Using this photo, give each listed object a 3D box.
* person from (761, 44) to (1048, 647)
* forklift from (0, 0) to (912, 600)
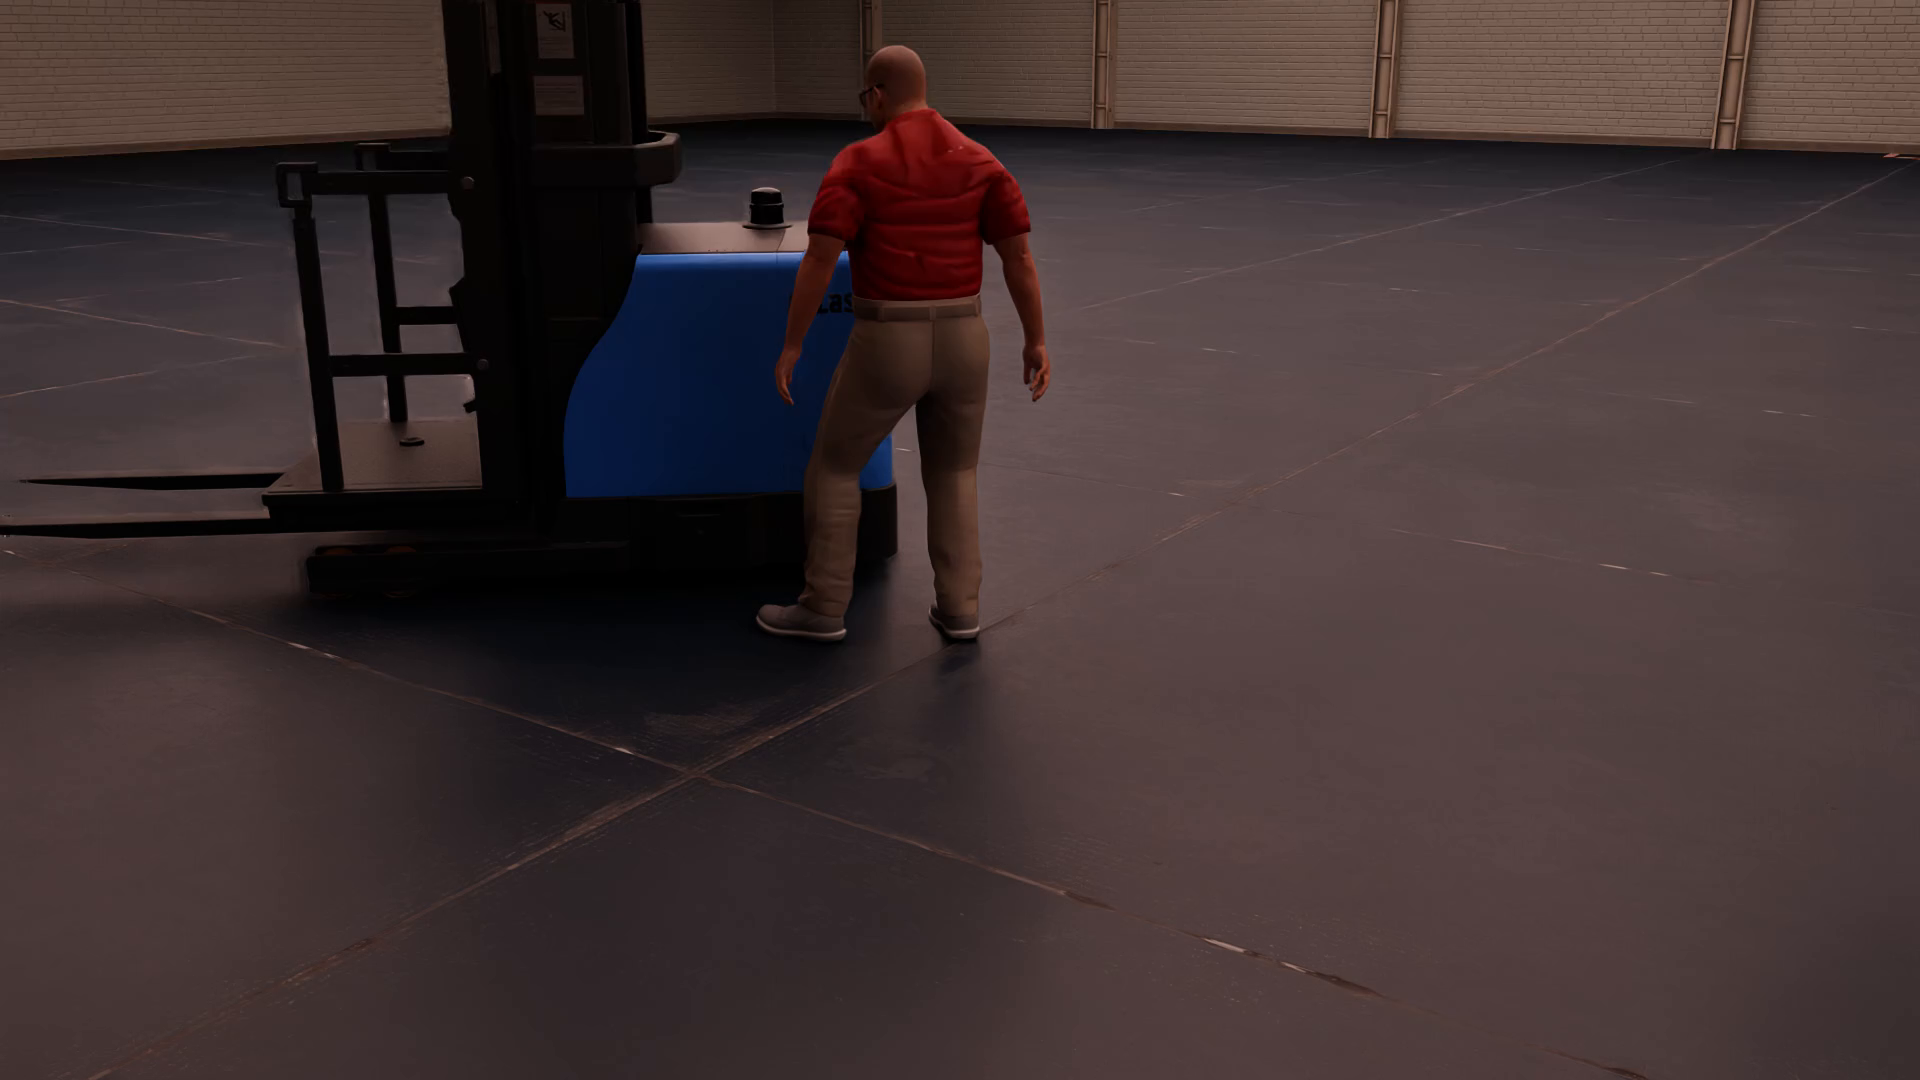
[{"bbox_3d":[-0.163,-0.545,4.809,0.831,1.702,0.389,-6,18,-20],"label":"person"},{"bbox_3d":[-1.713,-1.372,5.421,3.031,2.935,1.130,-2,17,-6],"label":"forklift"}]
